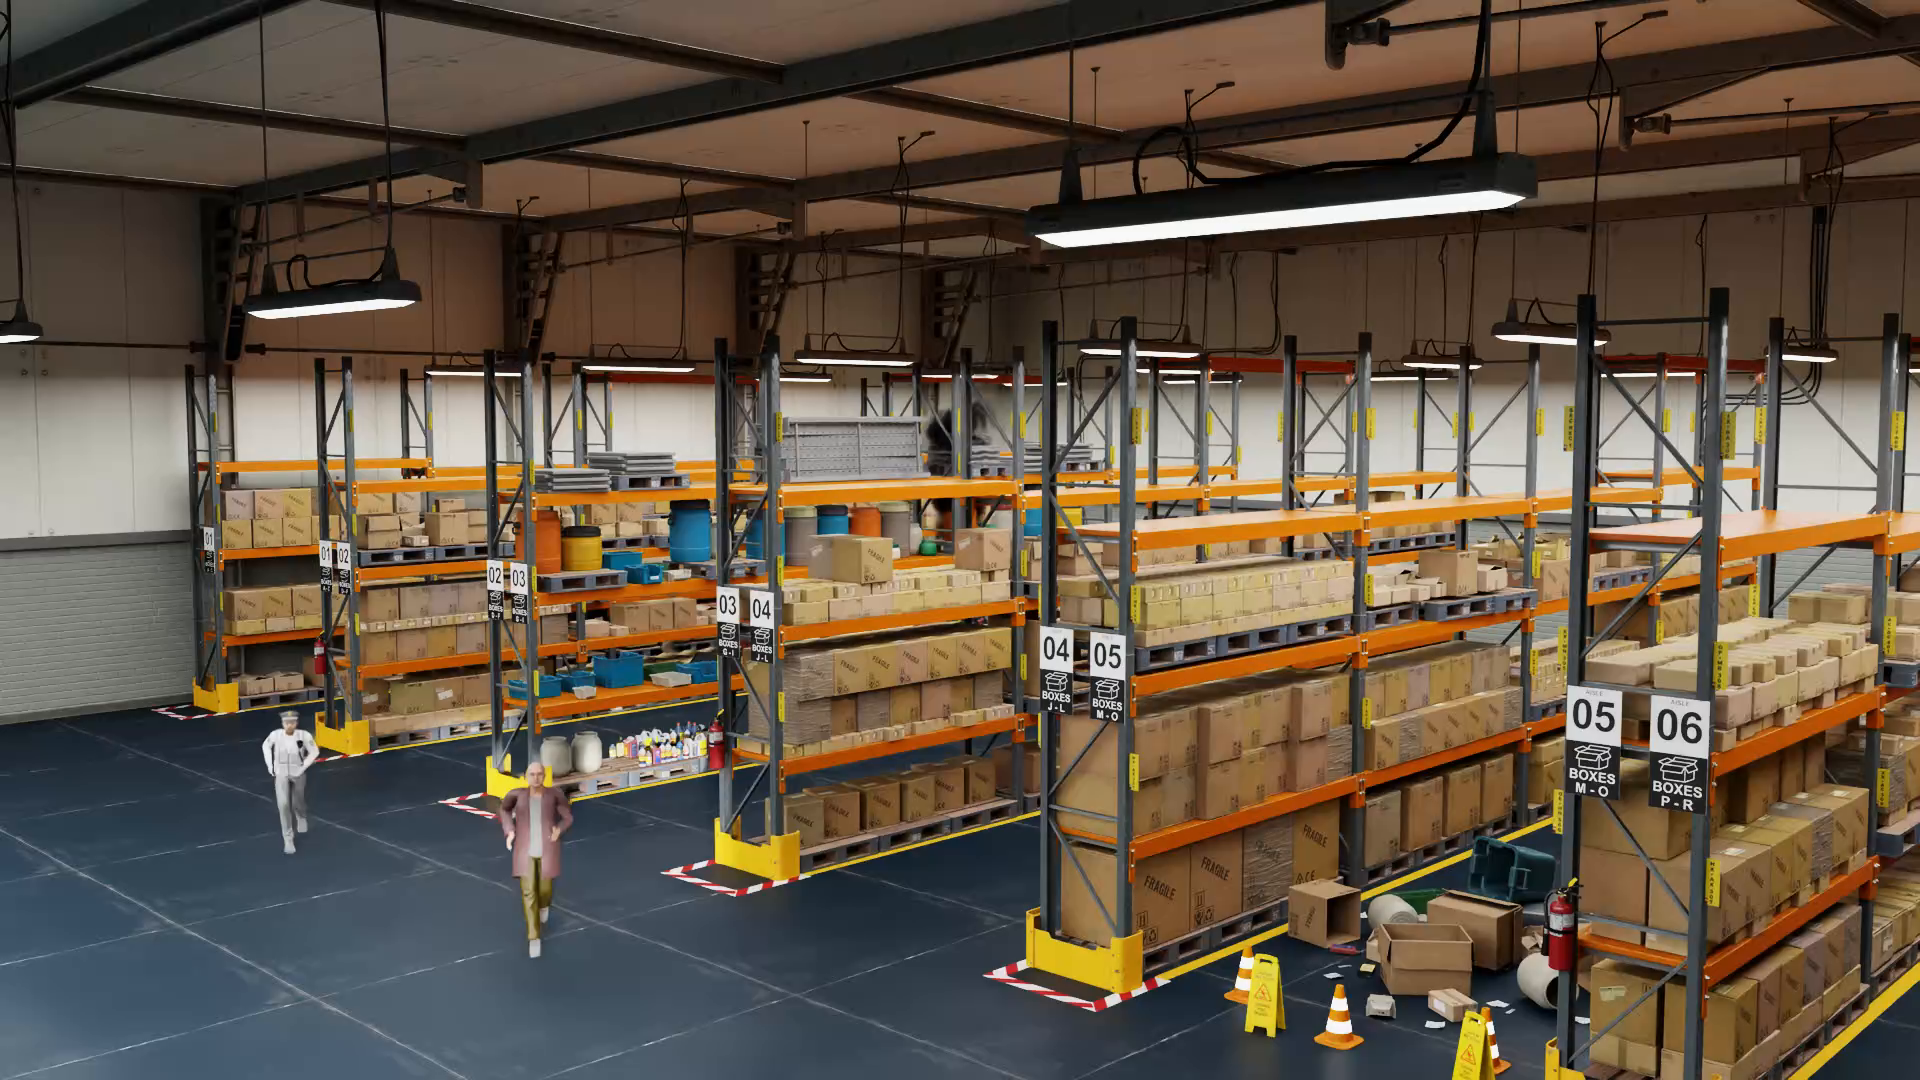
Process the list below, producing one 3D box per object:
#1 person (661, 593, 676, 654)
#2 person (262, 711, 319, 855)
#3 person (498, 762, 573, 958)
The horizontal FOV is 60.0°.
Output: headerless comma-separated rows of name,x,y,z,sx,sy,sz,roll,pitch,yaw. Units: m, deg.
person,-5.649,1.831,32.302,0.642,1.784,0.763,3,6,38
person,-7.982,2.821,19.853,0.639,1.667,0.961,-1,5,-15
person,-4.118,3.042,16.167,0.710,1.786,1.026,-1,5,-14
